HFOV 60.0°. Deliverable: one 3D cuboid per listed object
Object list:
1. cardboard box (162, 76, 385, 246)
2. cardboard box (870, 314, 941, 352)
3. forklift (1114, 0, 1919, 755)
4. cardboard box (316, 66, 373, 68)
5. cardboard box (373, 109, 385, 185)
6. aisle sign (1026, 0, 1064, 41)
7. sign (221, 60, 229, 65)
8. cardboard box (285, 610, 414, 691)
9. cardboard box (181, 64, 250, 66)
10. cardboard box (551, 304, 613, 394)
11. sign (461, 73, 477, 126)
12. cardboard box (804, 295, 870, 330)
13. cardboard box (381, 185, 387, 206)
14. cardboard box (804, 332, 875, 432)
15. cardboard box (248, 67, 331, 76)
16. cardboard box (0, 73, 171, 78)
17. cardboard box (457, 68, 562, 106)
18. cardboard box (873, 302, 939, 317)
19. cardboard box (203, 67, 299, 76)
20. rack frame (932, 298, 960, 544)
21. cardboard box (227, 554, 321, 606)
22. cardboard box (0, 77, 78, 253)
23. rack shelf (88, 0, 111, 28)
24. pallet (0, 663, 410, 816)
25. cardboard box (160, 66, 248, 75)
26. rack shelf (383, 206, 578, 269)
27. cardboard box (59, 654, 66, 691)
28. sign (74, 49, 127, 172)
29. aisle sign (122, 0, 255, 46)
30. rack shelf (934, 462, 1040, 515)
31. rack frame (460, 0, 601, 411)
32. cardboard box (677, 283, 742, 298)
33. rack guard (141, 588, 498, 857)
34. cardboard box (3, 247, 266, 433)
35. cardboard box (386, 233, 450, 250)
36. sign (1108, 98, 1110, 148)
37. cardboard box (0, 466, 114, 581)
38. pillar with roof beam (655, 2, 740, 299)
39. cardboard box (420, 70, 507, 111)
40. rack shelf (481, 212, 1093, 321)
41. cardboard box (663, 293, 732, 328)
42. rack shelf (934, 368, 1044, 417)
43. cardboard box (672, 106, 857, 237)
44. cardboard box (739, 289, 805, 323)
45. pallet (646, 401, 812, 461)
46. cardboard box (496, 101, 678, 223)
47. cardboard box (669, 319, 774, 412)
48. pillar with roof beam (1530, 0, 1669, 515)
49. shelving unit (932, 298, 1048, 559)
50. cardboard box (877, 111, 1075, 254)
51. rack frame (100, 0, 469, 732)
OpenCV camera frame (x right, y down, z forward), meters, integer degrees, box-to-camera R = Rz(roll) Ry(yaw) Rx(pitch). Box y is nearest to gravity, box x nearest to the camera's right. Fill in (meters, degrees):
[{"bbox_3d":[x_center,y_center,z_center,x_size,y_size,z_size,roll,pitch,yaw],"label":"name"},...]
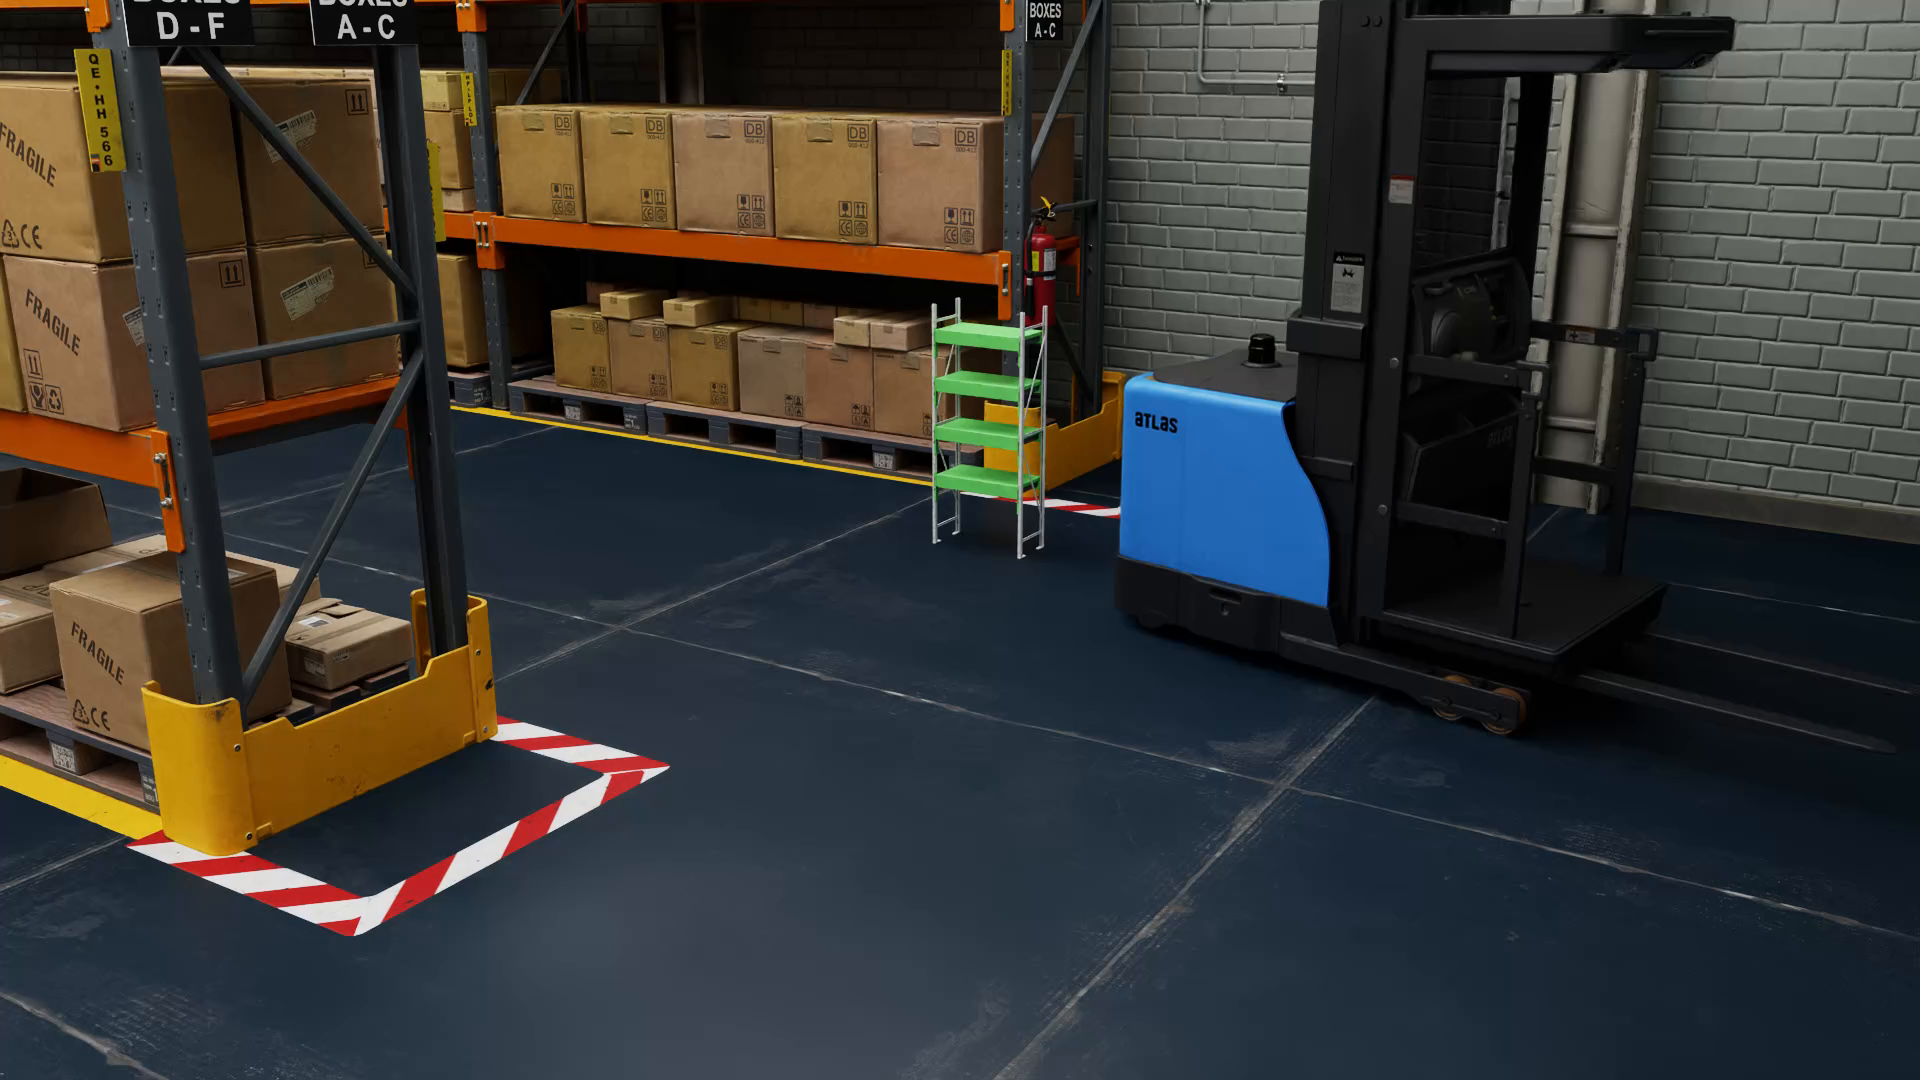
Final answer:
[{"bbox_3d":[-2.289,-1.265,5.494,0.500,0.500,0.500,11,20,32],"label":"cardboard box"},{"bbox_3d":[-0.313,-1.205,9.650,0.250,0.149,0.380,10,19,29],"label":"cardboard box"},{"bbox_3d":[2.101,-0.867,6.191,3.031,2.935,1.130,15,22,40],"label":"forklift"},{"bbox_3d":[-4.445,-3.369,12.302,0.500,0.250,0.500,10,19,29],"label":"cardboard box"},{"bbox_3d":[-3.833,-2.725,11.473,0.500,0.500,0.500,10,20,31],"label":"cardboard box"},{"bbox_3d":[0.445,-2.992,8.599,0.004,0.787,0.394,10,20,30],"label":"aisle sign"},{"bbox_3d":[-5.989,-3.743,13.549,0.005,0.325,0.100,10,20,30],"label":"sign"},{"bbox_3d":[-2.226,0.398,6.057,0.250,0.149,0.380,10,20,30],"label":"cardboard box"},{"bbox_3d":[-5.754,-3.604,13.078,0.500,0.250,0.500,11,20,32],"label":"cardboard box"},{"bbox_3d":[-2.284,-1.308,11.104,0.500,0.500,0.700,10,20,31],"label":"cardboard box"},{"bbox_3d":[-3.144,-2.822,10.656,0.005,0.325,0.100,10,20,30],"label":"sign"},{"bbox_3d":[-0.759,-1.415,10.340,0.250,0.149,0.380,10,20,31],"label":"cardboard box"},{"bbox_3d":[-3.985,-2.422,11.590,0.250,0.149,0.380,10,20,30],"label":"cardboard box"},{"bbox_3d":[-0.535,-0.996,10.079,0.500,0.500,0.700,10,20,30],"label":"cardboard box"},{"bbox_3d":[-4.700,-3.244,11.890,0.500,0.250,0.500,10,19,29],"label":"cardboard box"},{"bbox_3d":[-3.162,-1.420,6.004,0.500,0.500,0.500,10,20,31],"label":"cardboard box"},{"bbox_3d":[-3.124,-3.135,11.533,0.500,0.250,0.500,11,20,32],"label":"cardboard box"},{"bbox_3d":[-0.329,-1.338,10.088,0.250,0.149,0.380,10,20,30],"label":"cardboard box"},{"bbox_3d":[-5.138,-3.320,12.140,0.500,0.250,0.500,10,20,30],"label":"cardboard box"},{"bbox_3d":[-0.067,-0.586,8.246,0.015,1.200,0.240,10,20,30],"label":"rack frame"},{"bbox_3d":[-2.790,0.270,6.306,0.500,0.250,0.500,10,20,30],"label":"cardboard box"},{"bbox_3d":[-3.003,-1.209,5.308,0.500,0.500,0.500,11,20,32],"label":"cardboard box"},{"bbox_3d":[-3.753,-2.002,5.887,4.000,0.370,1.077,10,20,30],"label":"rack shelf"},{"bbox_3d":[-2.793,0.595,6.058,1.213,0.211,1.003,10,20,30],"label":"pallet"},{"bbox_3d":[-5.566,-3.395,12.388,0.500,0.250,0.500,10,19,29],"label":"cardboard box"},{"bbox_3d":[-4.572,-2.402,12.366,4.000,0.370,1.077,10,20,30],"label":"rack shelf"},{"bbox_3d":[-2.939,0.433,5.912,0.250,0.166,0.380,10,20,30],"label":"cardboard box"},{"bbox_3d":[-2.356,-1.177,4.560,0.005,0.325,0.100,10,20,30],"label":"sign"},{"bbox_3d":[-2.151,-1.764,4.555,0.004,0.787,0.394,10,20,30],"label":"aisle sign"},{"bbox_3d":[0.141,-0.258,8.212,0.480,0.148,0.258,10,20,30],"label":"rack shelf"},{"bbox_3d":[-2.868,-2.442,11.260,0.127,3.000,1.000,10,20,30],"label":"rack frame"},{"bbox_3d":[-1.629,-1.570,10.851,0.250,0.149,0.380,9,19,28],"label":"cardboard box"},{"bbox_3d":[-2.113,0.578,5.618,0.348,0.500,1.175,10,20,30],"label":"rack guard"},{"bbox_3d":[-2.573,-0.655,5.204,0.500,0.500,0.500,11,20,32],"label":"cardboard box"},{"bbox_3d":[-4.249,-1.816,12.174,0.750,0.750,0.750,11,20,32],"label":"cardboard box"},{"bbox_3d":[0.836,-2.422,9.569,0.005,0.325,0.100,10,20,30],"label":"sign"},{"bbox_3d":[-3.854,0.054,6.582,0.637,0.503,0.797,10,20,30],"label":"cardboard box"},{"bbox_3d":[-4.072,-4.354,7.233,0.400,9.000,9.100,10,20,30],"label":"pillar with roof beam"},{"bbox_3d":[-3.400,-3.008,11.116,0.500,0.250,0.500,11,20,31],"label":"cardboard box"},{"bbox_3d":[-1.164,-1.794,10.363,4.000,0.370,1.077,10,20,30],"label":"rack shelf"},{"bbox_3d":[-1.643,-1.442,10.429,0.250,0.149,0.380,9,19,28],"label":"cardboard box"},{"bbox_3d":[0.141,-0.717,8.073,0.480,0.148,0.258,10,20,30],"label":"rack shelf"},{"bbox_3d":[-1.170,-2.279,10.205,0.700,0.700,0.980,9,19,27],"label":"cardboard box"},{"bbox_3d":[-1.194,-1.492,10.595,0.250,0.149,0.380,10,19,29],"label":"cardboard box"},{"bbox_3d":[-1.217,-0.788,10.611,1.213,0.211,1.003,10,20,30],"label":"pallet"},{"bbox_3d":[-2.414,-2.499,10.932,0.700,0.700,0.980,10,20,31],"label":"cardboard box"},{"bbox_3d":[-1.422,-1.152,10.591,0.500,0.500,0.700,11,20,31],"label":"cardboard box"},{"bbox_3d":[1.041,-3.442,4.229,0.400,9.000,9.100,10,20,30],"label":"pillar with roof beam"},{"bbox_3d":[0.141,-0.549,8.124,0.503,1.200,0.258,10,20,30],"label":"shelving unit"},{"bbox_3d":[0.101,-2.052,9.461,0.700,0.700,0.980,11,20,33],"label":"cardboard box"},{"bbox_3d":[-2.049,-0.606,5.216,0.127,3.000,1.000,10,20,30],"label":"rack frame"}]
